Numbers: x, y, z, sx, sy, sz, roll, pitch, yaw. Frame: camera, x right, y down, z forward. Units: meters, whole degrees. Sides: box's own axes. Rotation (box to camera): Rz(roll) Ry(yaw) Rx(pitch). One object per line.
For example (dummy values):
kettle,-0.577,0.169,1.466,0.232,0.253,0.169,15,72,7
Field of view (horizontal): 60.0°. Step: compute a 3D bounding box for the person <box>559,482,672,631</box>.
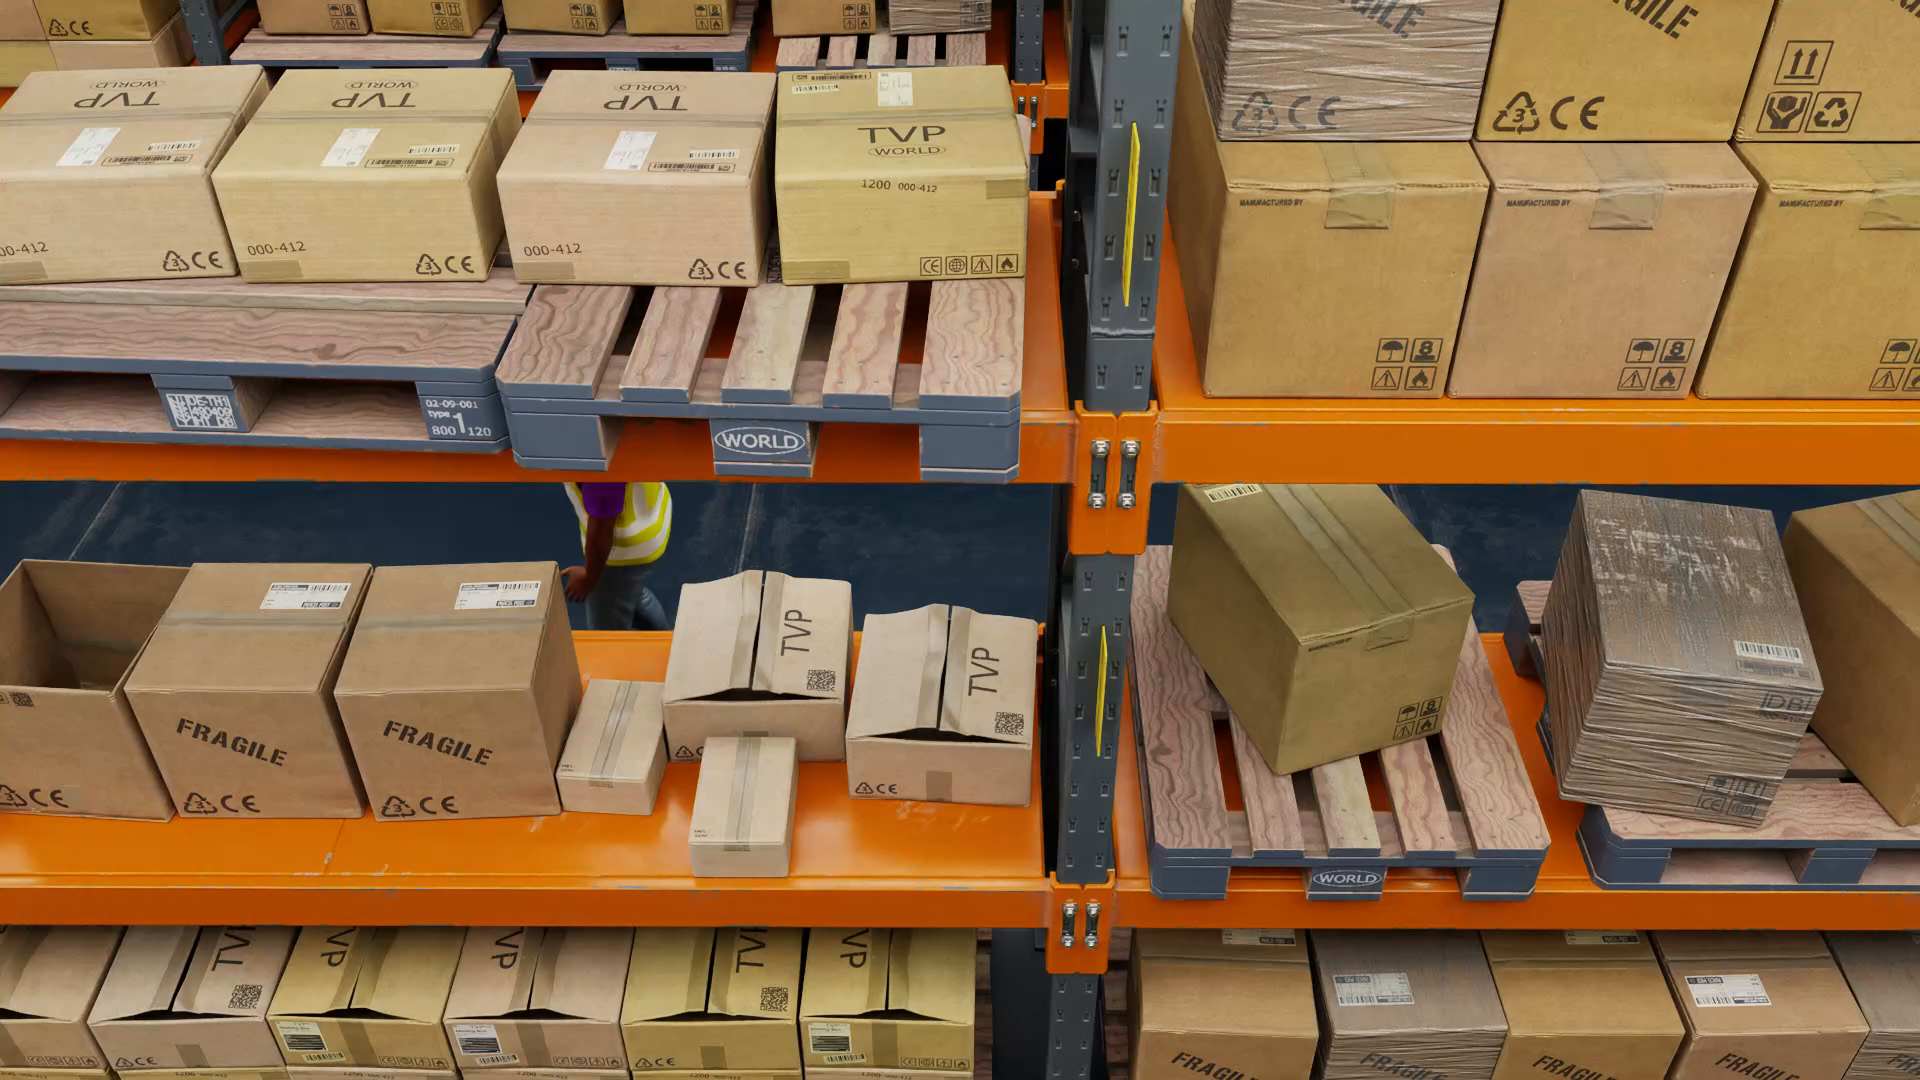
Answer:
person,-1.283,-0.012,6.174,0.409,1.738,0.581,1,39,1
